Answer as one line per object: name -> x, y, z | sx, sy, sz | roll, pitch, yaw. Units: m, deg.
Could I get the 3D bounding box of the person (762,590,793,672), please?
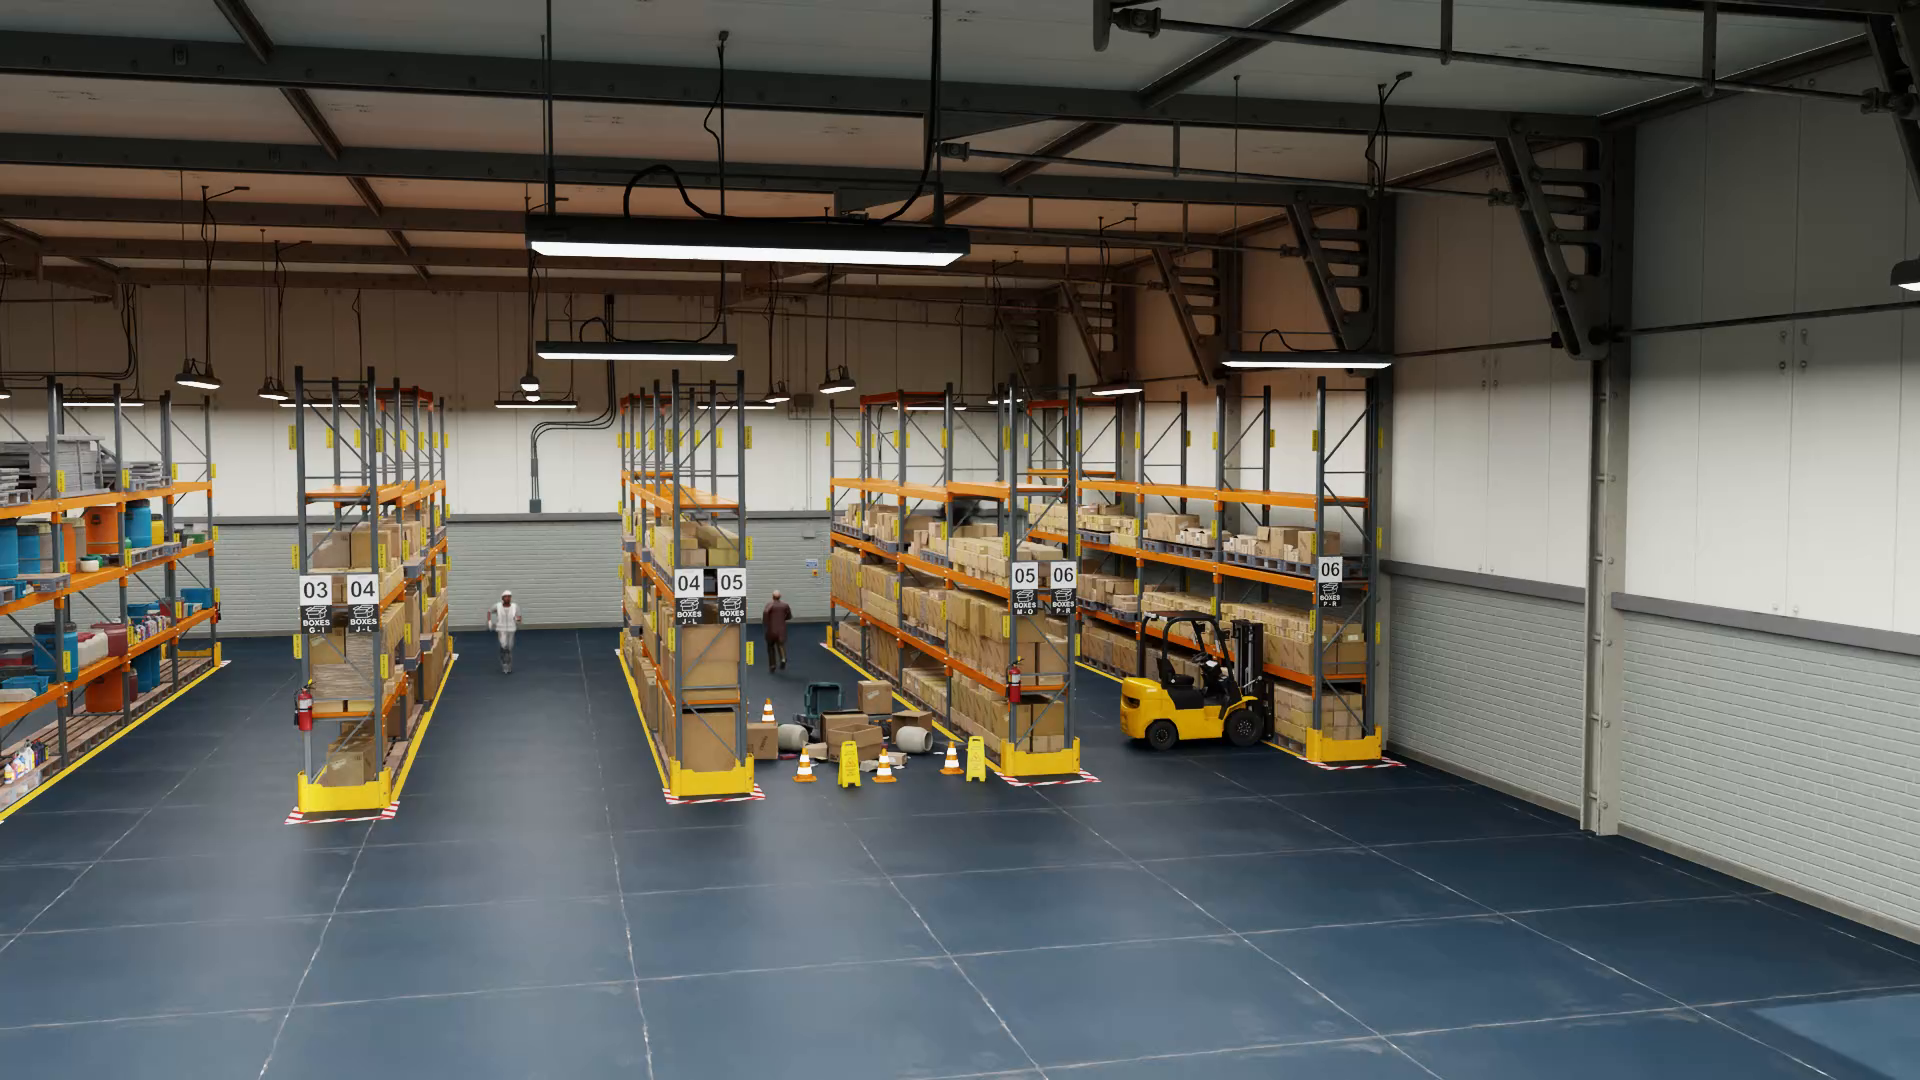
person -> -3.927, 2.002, 35.756 | 0.742, 1.836, 1.008 | -2, 4, -26

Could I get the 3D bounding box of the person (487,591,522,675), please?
person -> -9.768, 1.980, 35.743 | 0.697, 1.791, 0.823 | -2, 4, -26
